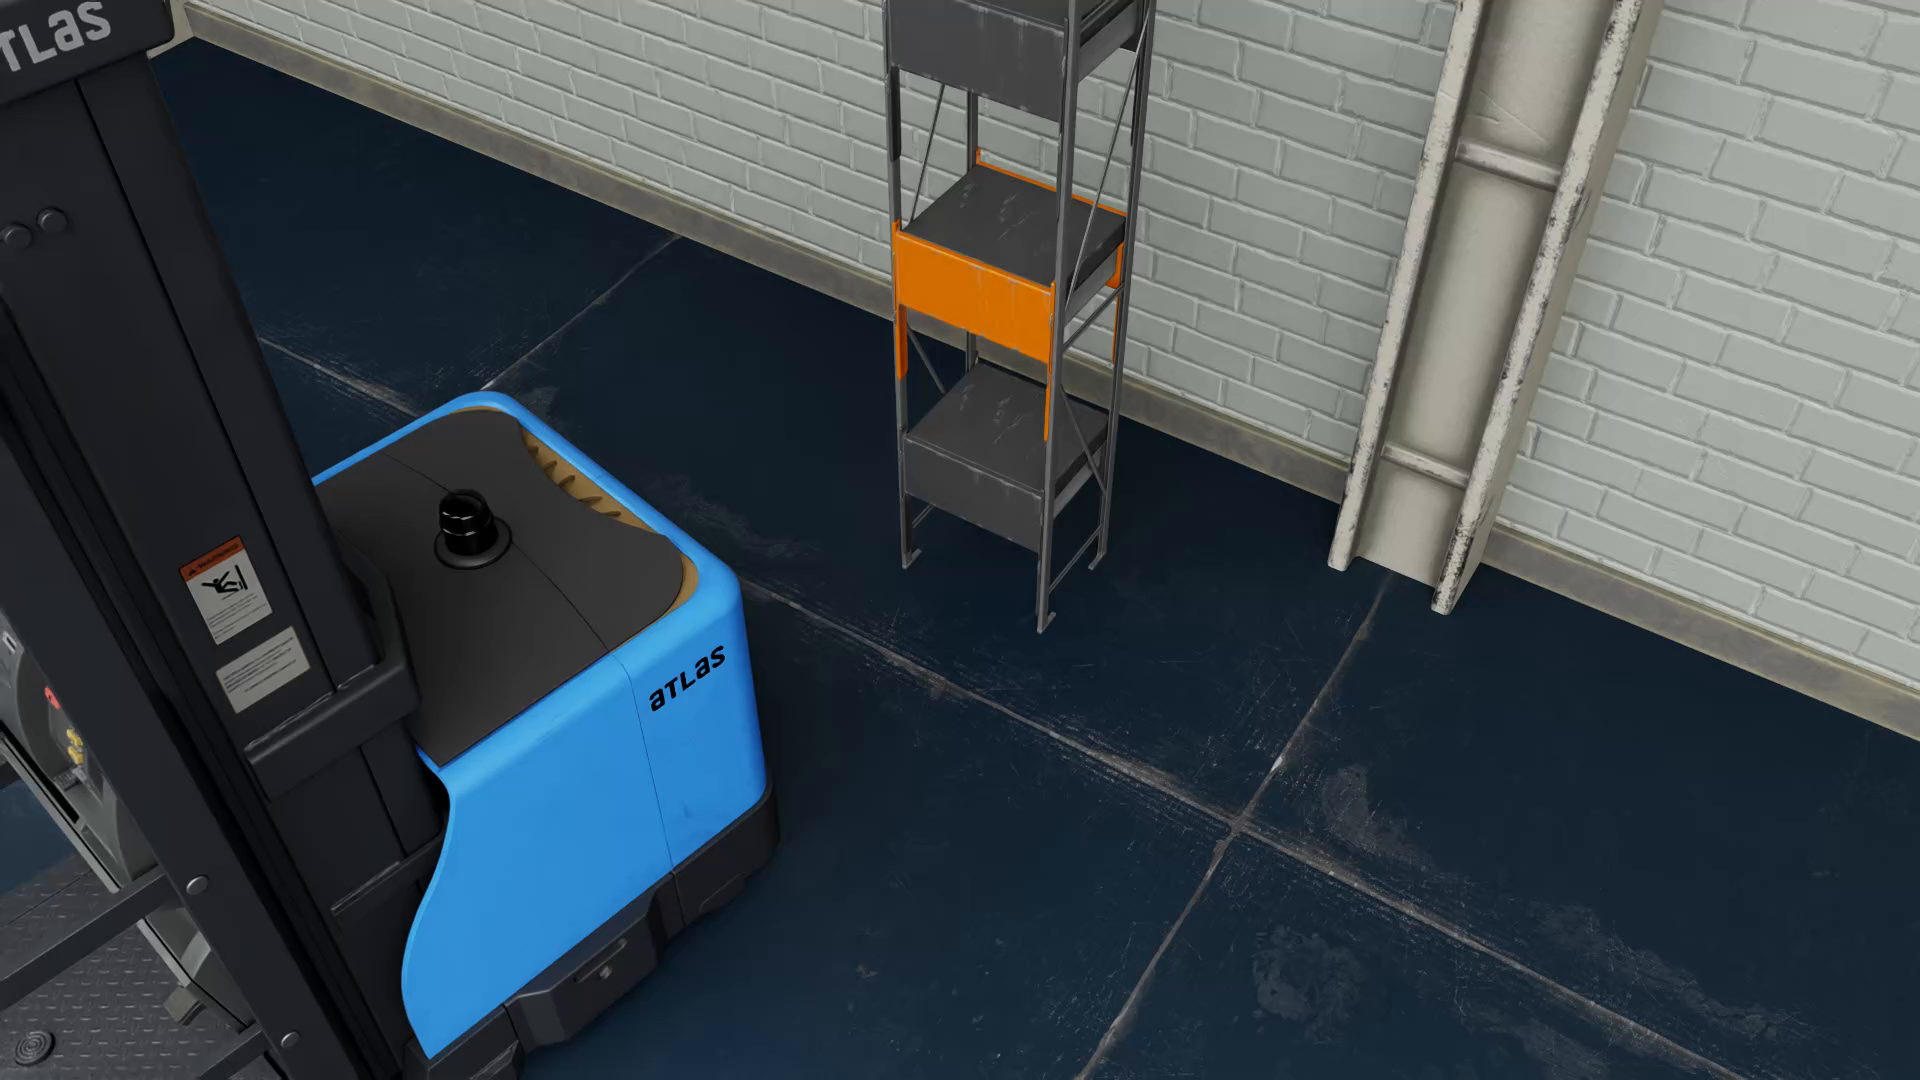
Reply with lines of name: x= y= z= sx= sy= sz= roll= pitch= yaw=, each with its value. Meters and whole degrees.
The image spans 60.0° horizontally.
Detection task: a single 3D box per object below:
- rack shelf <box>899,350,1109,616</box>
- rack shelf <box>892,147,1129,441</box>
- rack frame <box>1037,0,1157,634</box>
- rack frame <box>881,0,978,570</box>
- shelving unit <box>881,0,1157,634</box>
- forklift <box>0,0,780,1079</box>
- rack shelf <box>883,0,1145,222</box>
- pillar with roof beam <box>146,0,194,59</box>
rack shelf: x=0.139 y=-0.170 z=4.946 sx=0.480 sy=0.518 sz=0.431 roll=25 pitch=51 yaw=22
rack shelf: x=0.139 y=-0.658 z=4.444 sx=0.480 sy=0.518 sz=0.431 roll=25 pitch=51 yaw=22
rack frame: x=0.345 y=-0.573 z=4.343 sx=0.015 sy=2.100 sz=0.400 roll=25 pitch=51 yaw=22
rack frame: x=-0.066 y=-0.762 z=4.526 sx=0.015 sy=2.100 sz=0.400 roll=25 pitch=51 yaw=22
shelving unit: x=0.139 y=-0.668 z=4.435 sx=0.503 sy=2.100 sz=0.431 roll=25 pitch=51 yaw=22
forklift: x=-1.861 y=0.328 z=2.887 sx=1.130 sy=2.935 sz=3.031 roll=35 pitch=55 yaw=29
rack shelf: x=0.139 y=-1.146 z=3.942 sx=0.480 sy=0.518 sz=0.431 roll=25 pitch=51 yaw=22
pillar with roof beam: x=-5.984 y=-2.800 z=1.696 sx=0.400 sy=9.000 sz=9.100 roll=25 pitch=51 yaw=22
